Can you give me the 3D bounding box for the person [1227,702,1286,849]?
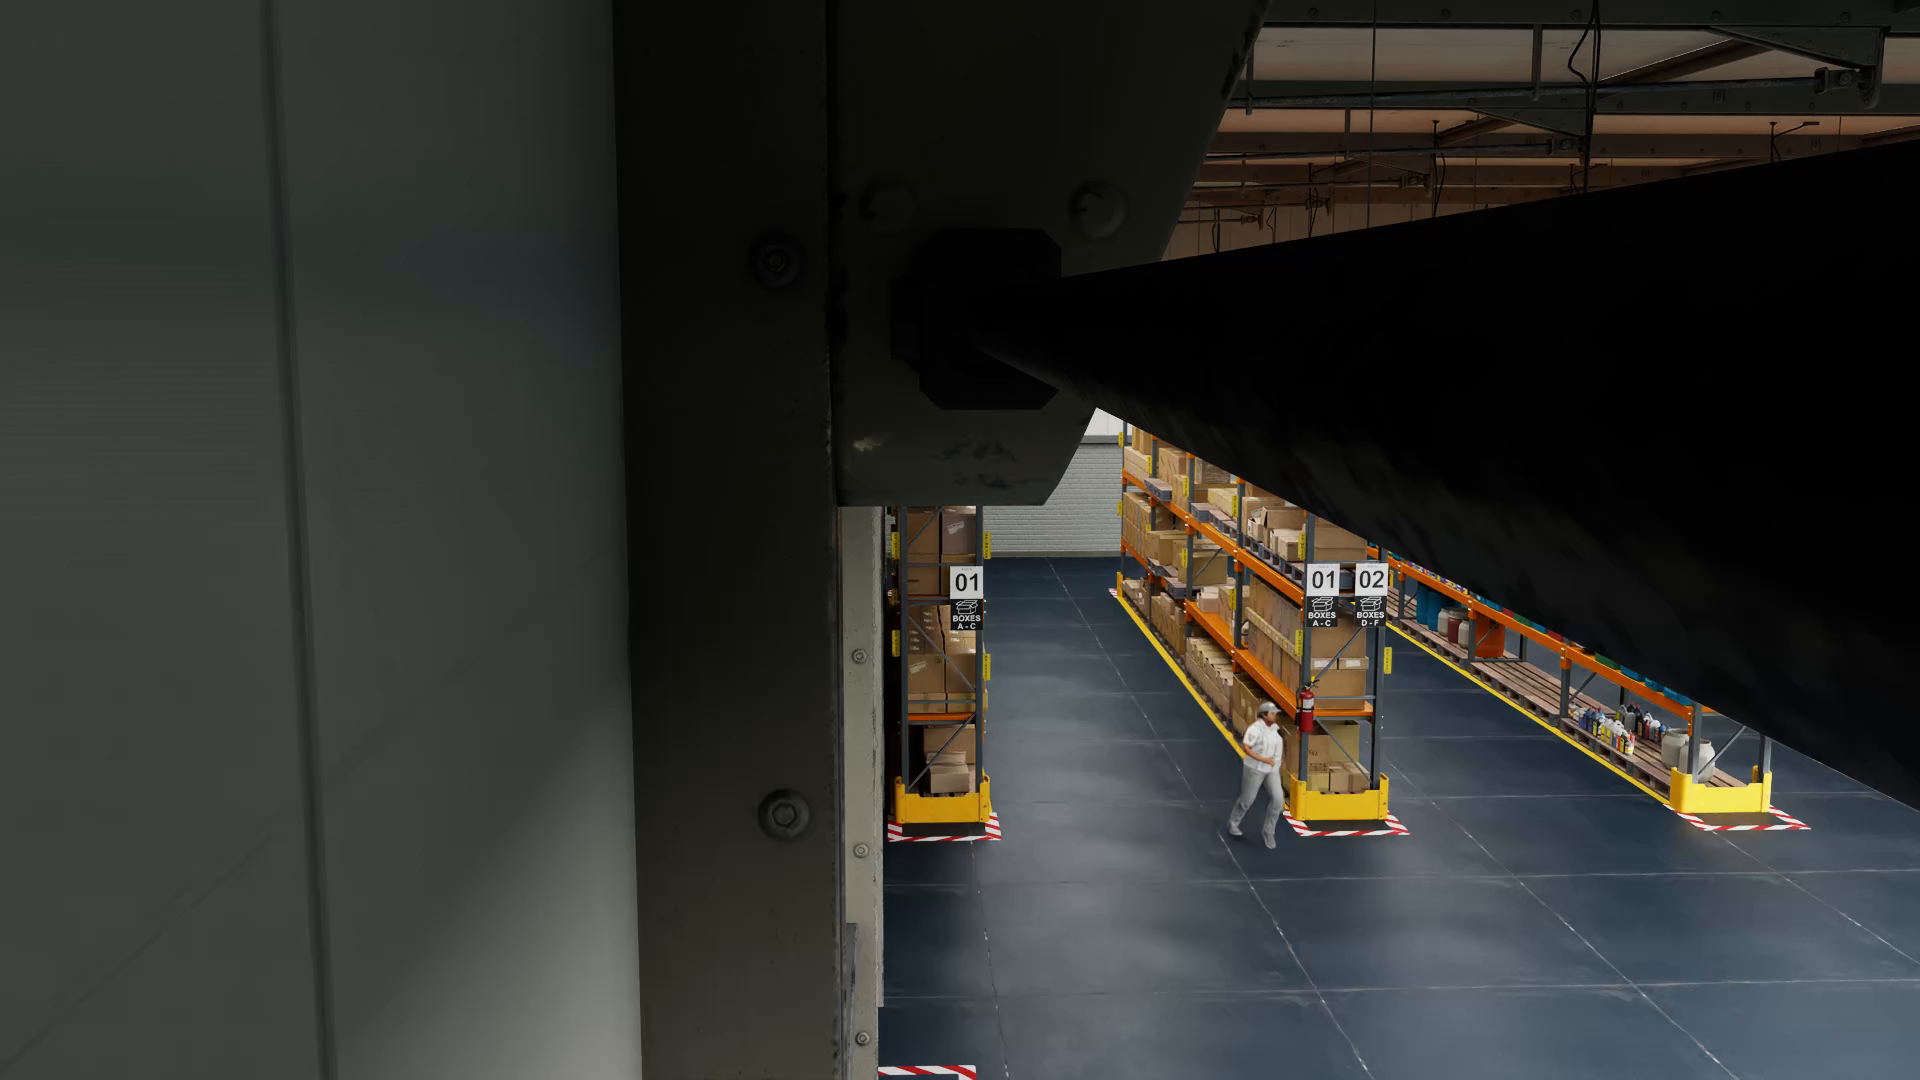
[{"bbox_3d":[3.608,2.756,19.754,0.666,1.695,0.705,-4,9,-28],"label":"person"}]
